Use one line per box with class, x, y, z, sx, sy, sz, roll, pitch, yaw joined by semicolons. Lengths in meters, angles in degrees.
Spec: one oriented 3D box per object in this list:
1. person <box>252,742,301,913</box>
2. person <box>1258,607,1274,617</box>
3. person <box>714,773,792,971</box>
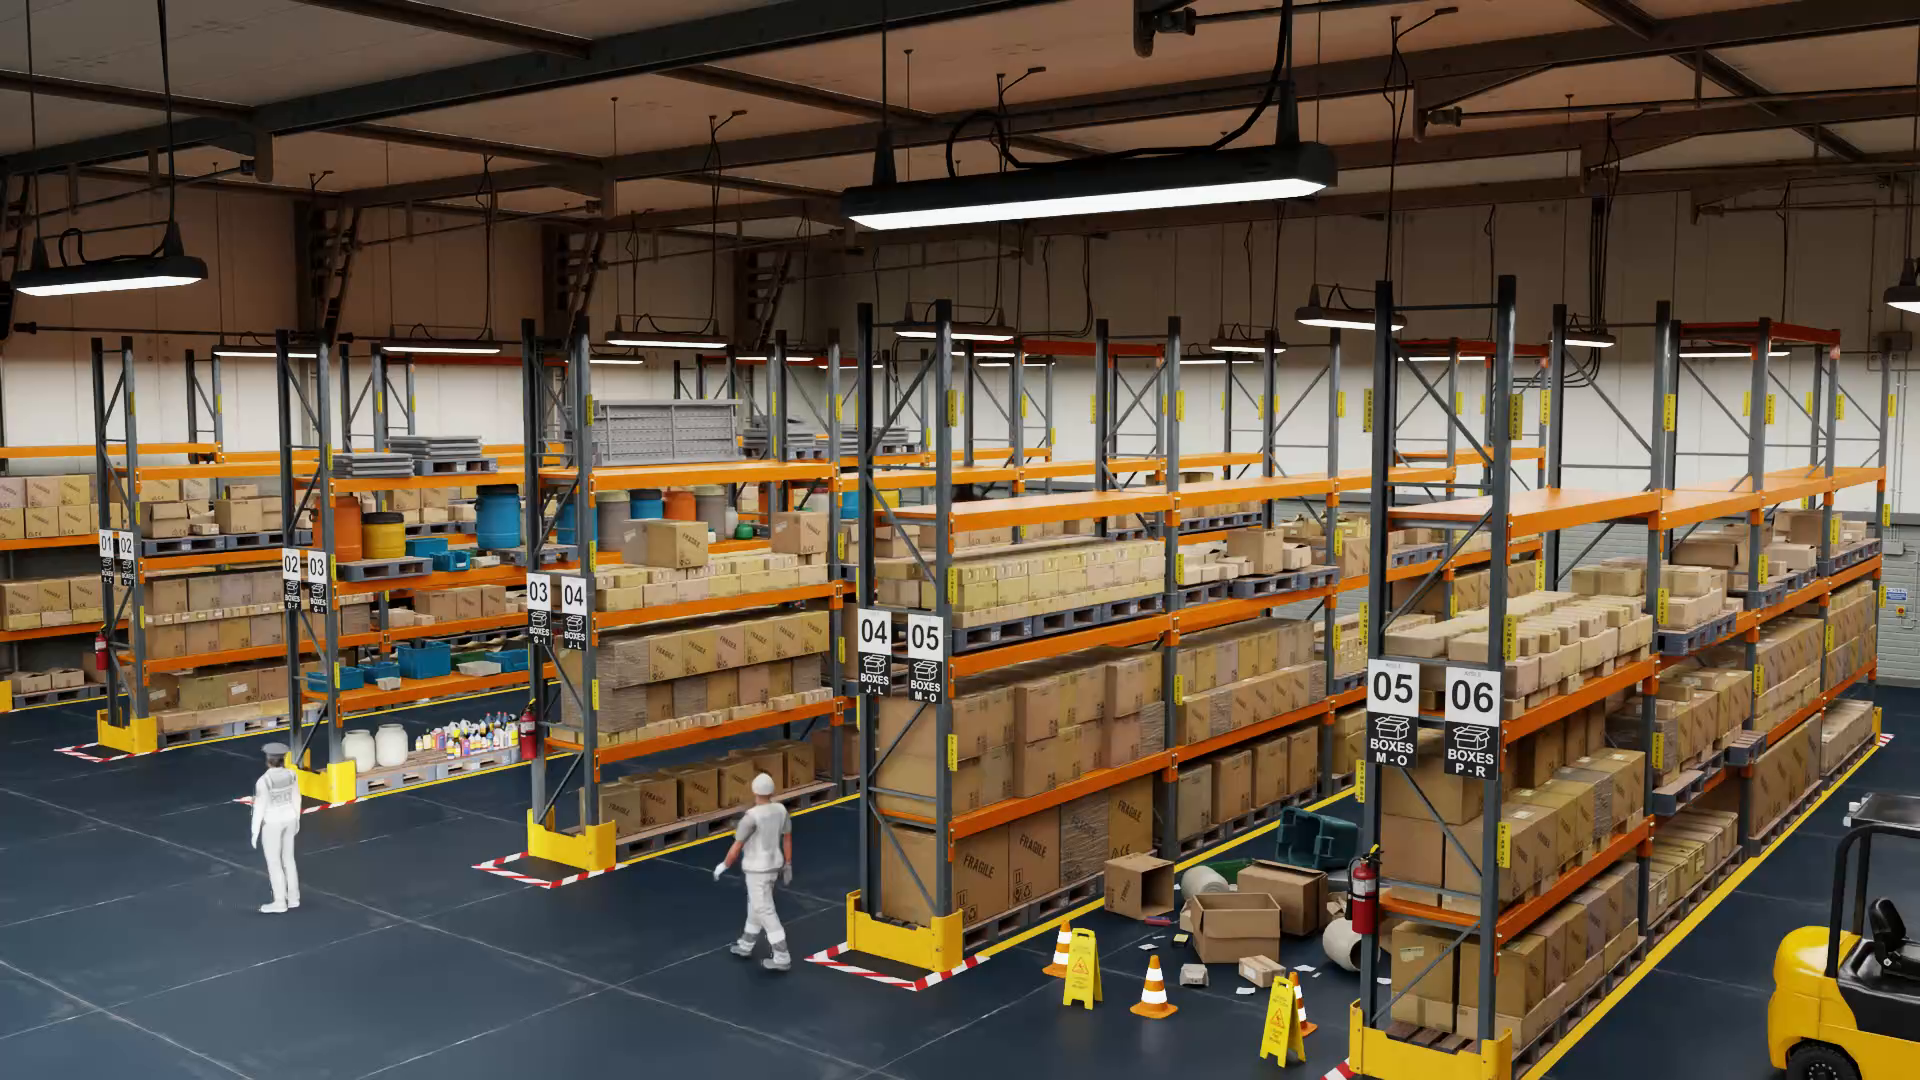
person;-6.848;2.886;16.667;0.370;1.716;0.582;2;6;25
person;5.884;1.491;32.272;0.980;1.747;0.595;-1;5;-15
person;-1.863;2.972;15.015;0.843;1.775;0.566;3;6;30
